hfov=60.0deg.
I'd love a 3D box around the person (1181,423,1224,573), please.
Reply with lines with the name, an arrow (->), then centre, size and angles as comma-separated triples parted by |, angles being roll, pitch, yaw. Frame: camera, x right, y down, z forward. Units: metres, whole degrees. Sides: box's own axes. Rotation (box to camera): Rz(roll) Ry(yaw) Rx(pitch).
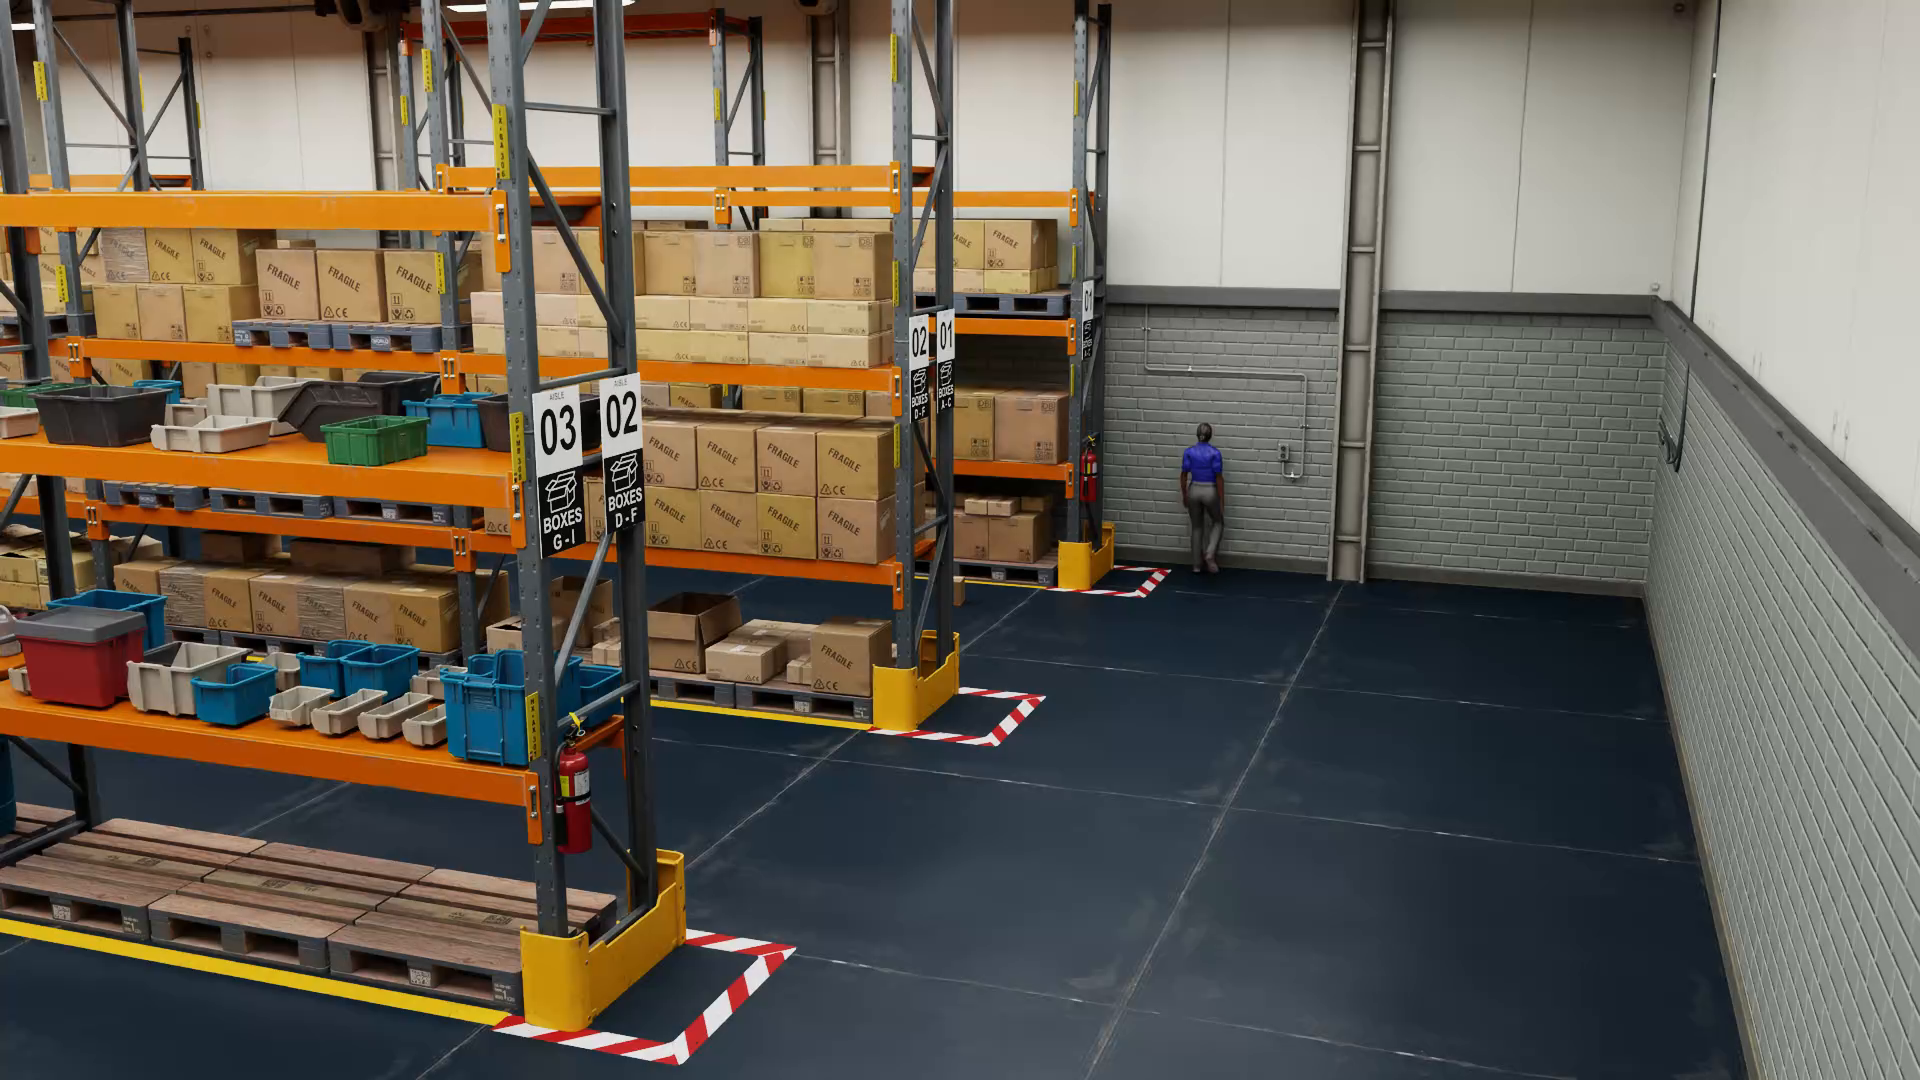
person -> 2.655, -0.462, 18.118 | 0.495, 1.668, 0.445 | 4, 13, 18
